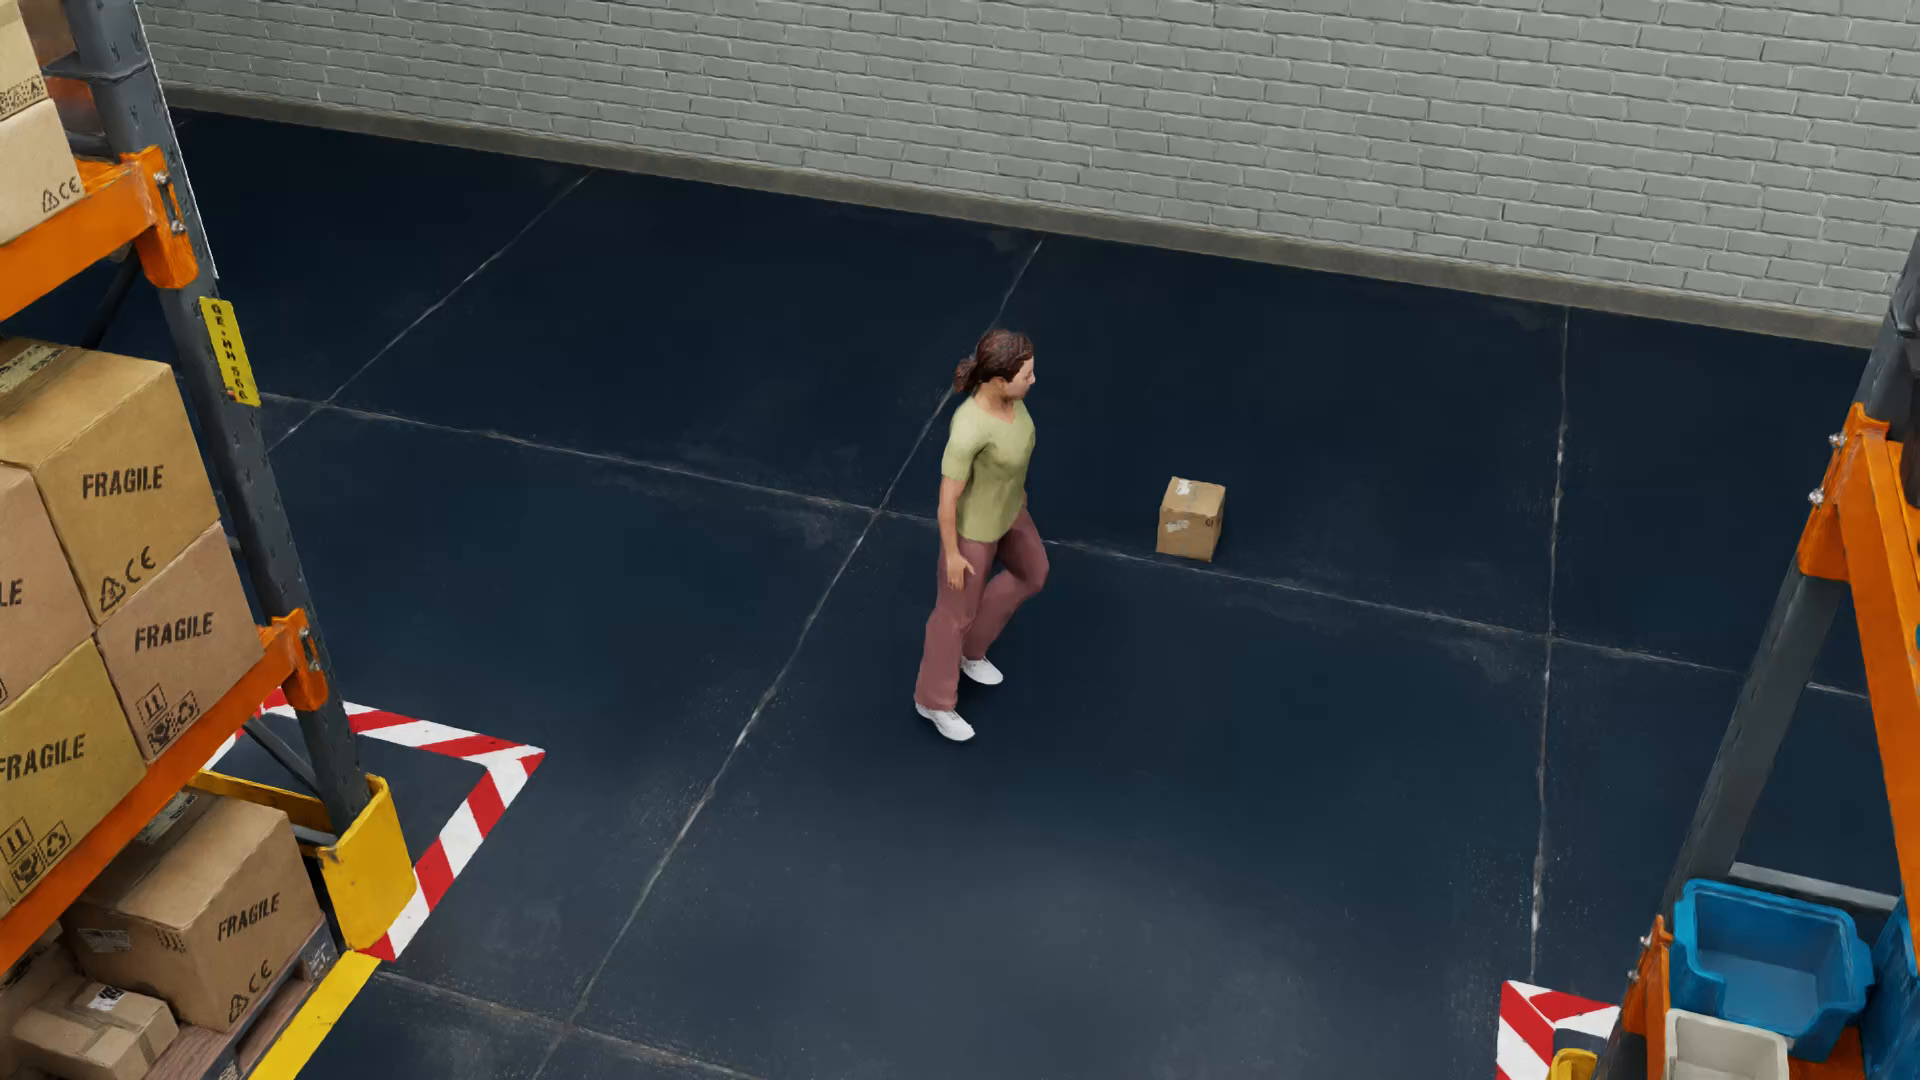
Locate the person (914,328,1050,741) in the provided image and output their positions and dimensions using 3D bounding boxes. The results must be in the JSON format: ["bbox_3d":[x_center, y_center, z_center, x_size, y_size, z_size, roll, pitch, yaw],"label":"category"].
[{"bbox_3d":[0.079,-0.056,6.192,0.402,1.661,0.636,15,40,19],"label":"person"}]
